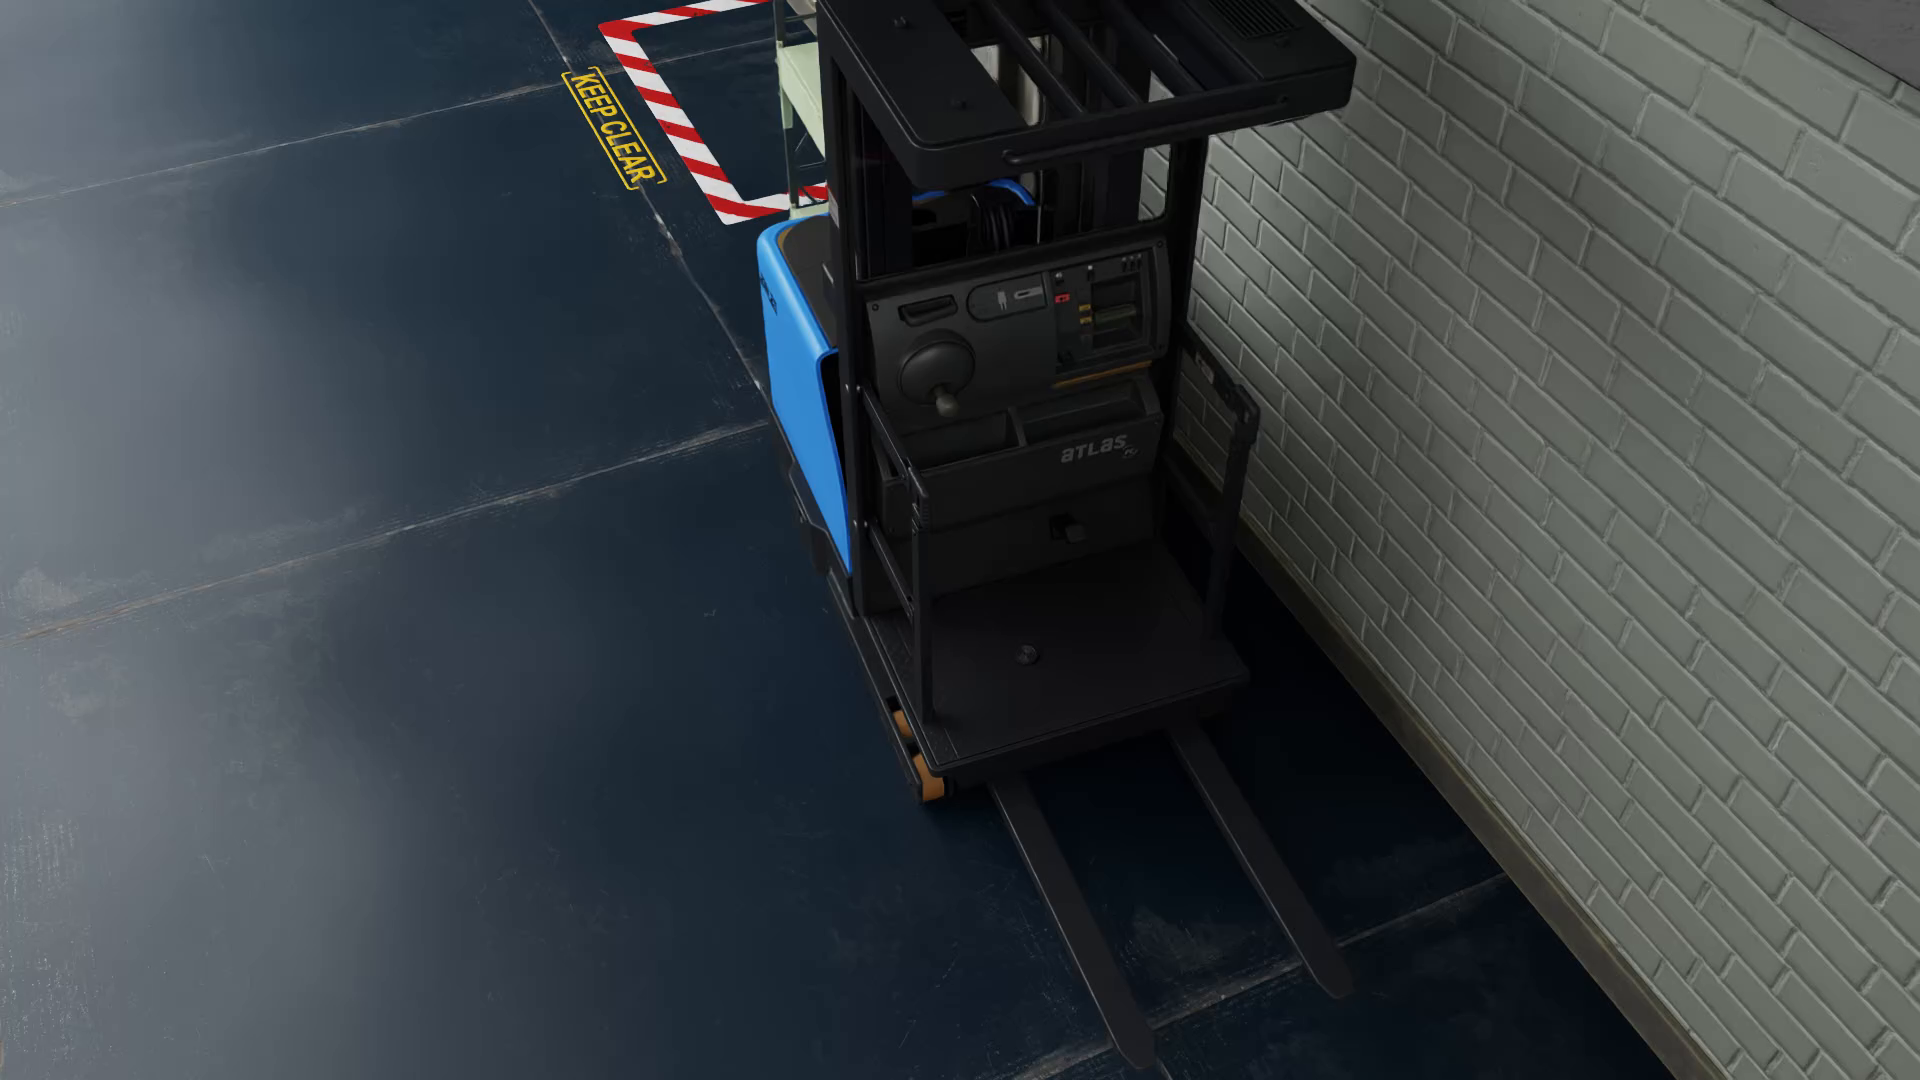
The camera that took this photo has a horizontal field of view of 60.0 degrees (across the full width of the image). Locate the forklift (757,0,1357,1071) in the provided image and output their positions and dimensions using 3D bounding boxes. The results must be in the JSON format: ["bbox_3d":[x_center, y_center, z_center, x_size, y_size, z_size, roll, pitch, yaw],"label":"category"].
[{"bbox_3d":[0.260,-0.532,4.702,1.130,2.935,3.031,-15,46,-14],"label":"forklift"}]

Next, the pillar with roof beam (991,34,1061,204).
[{"bbox_3d":[-3.567,-2.769,2.649,9.100,9.000,0.400,-18,47,-17],"label":"pillar with roof beam"}]

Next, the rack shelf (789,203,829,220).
[{"bbox_3d":[-0.377,-1.057,6.718,0.431,0.370,0.720,-15,46,-14],"label":"rack shelf"}]

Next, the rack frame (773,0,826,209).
[{"bbox_3d":[-0.505,-1.530,6.733,0.400,1.500,0.023,-15,46,-14],"label":"rack frame"}]

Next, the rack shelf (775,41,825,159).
[{"bbox_3d":[-0.377,-1.567,6.215,0.431,0.370,0.720,-15,46,-14],"label":"rack shelf"}]

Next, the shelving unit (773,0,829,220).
[{"bbox_3d":[-0.377,-1.289,6.489,0.431,1.500,0.755,-15,46,-14],"label":"shelving unit"}]
